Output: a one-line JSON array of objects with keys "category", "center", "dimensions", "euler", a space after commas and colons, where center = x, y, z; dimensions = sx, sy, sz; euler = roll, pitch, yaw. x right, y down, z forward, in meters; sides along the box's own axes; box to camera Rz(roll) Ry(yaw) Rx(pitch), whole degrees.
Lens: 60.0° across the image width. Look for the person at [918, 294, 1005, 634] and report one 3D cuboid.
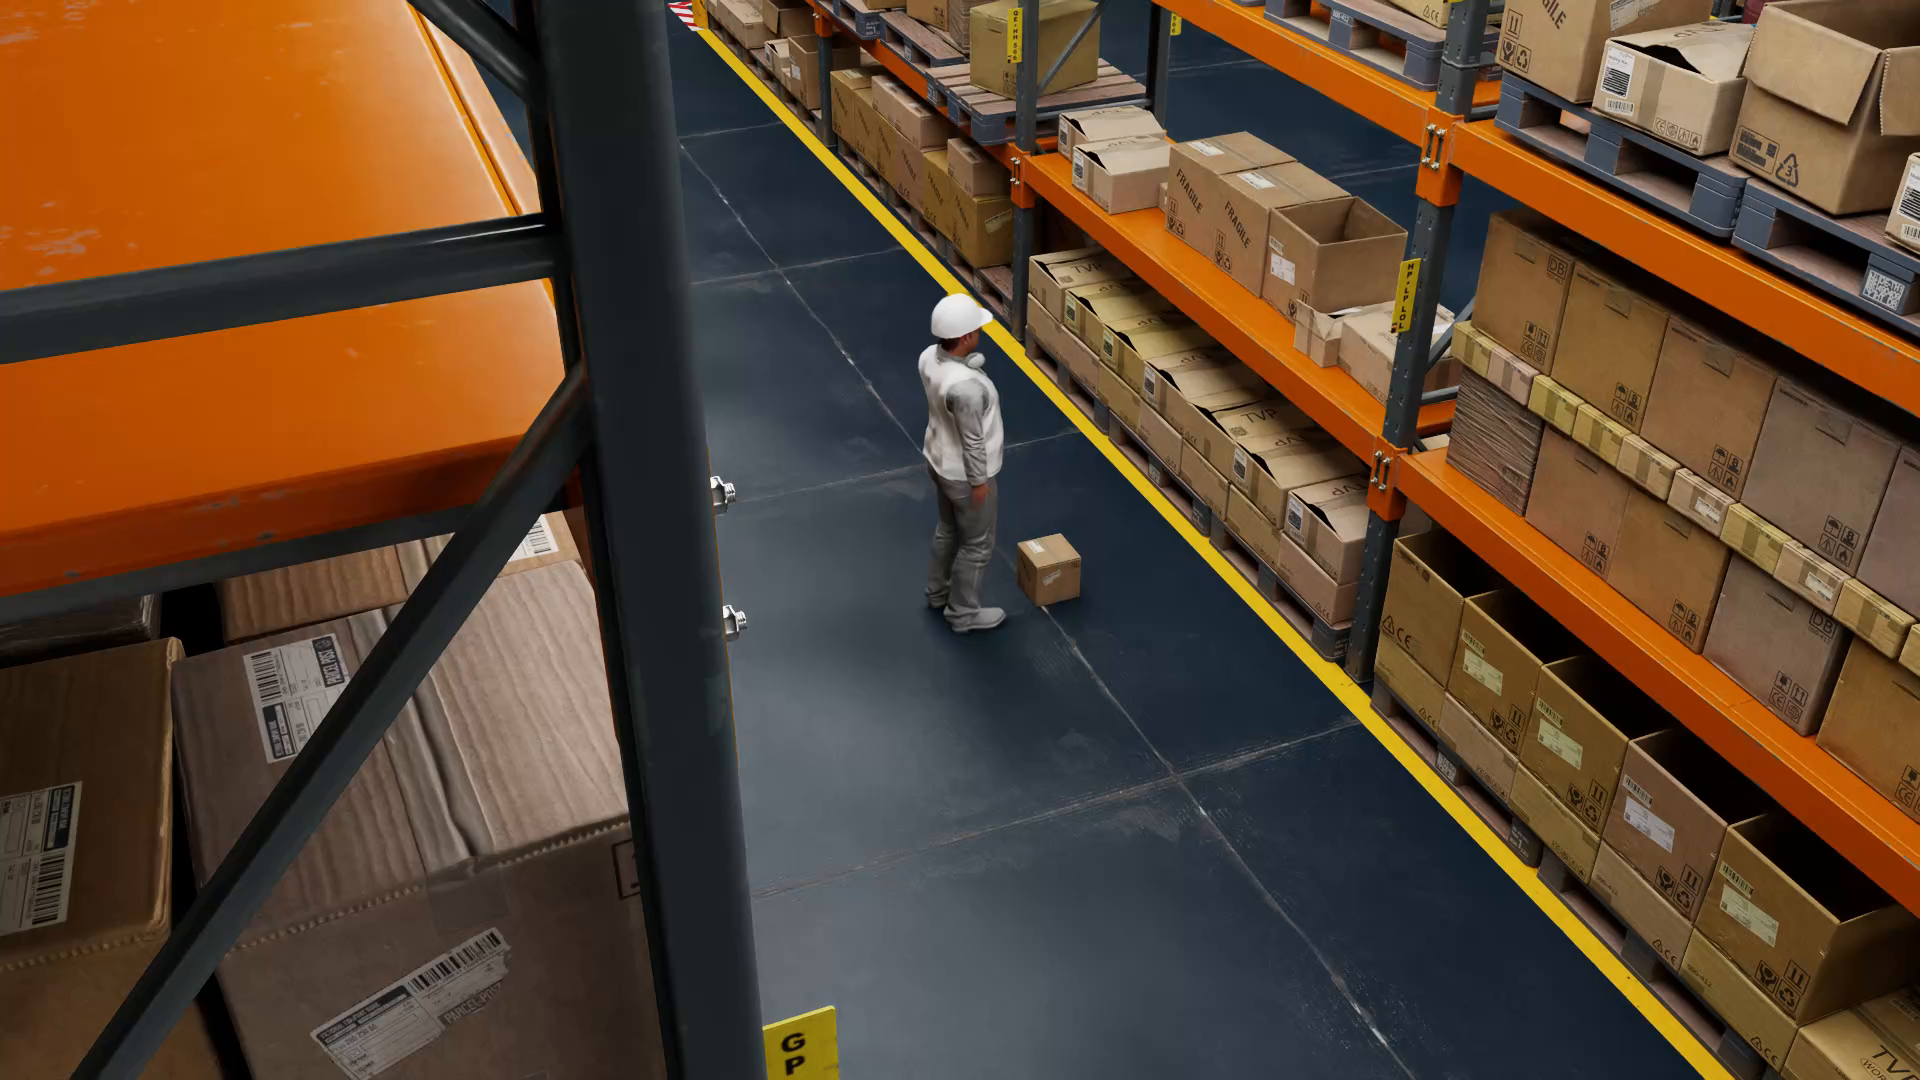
[{"category": "person", "center": [0.014, -0.381, 8.091], "dimensions": [0.358, 1.772, 0.531], "euler": [-12, 35, -18]}]
